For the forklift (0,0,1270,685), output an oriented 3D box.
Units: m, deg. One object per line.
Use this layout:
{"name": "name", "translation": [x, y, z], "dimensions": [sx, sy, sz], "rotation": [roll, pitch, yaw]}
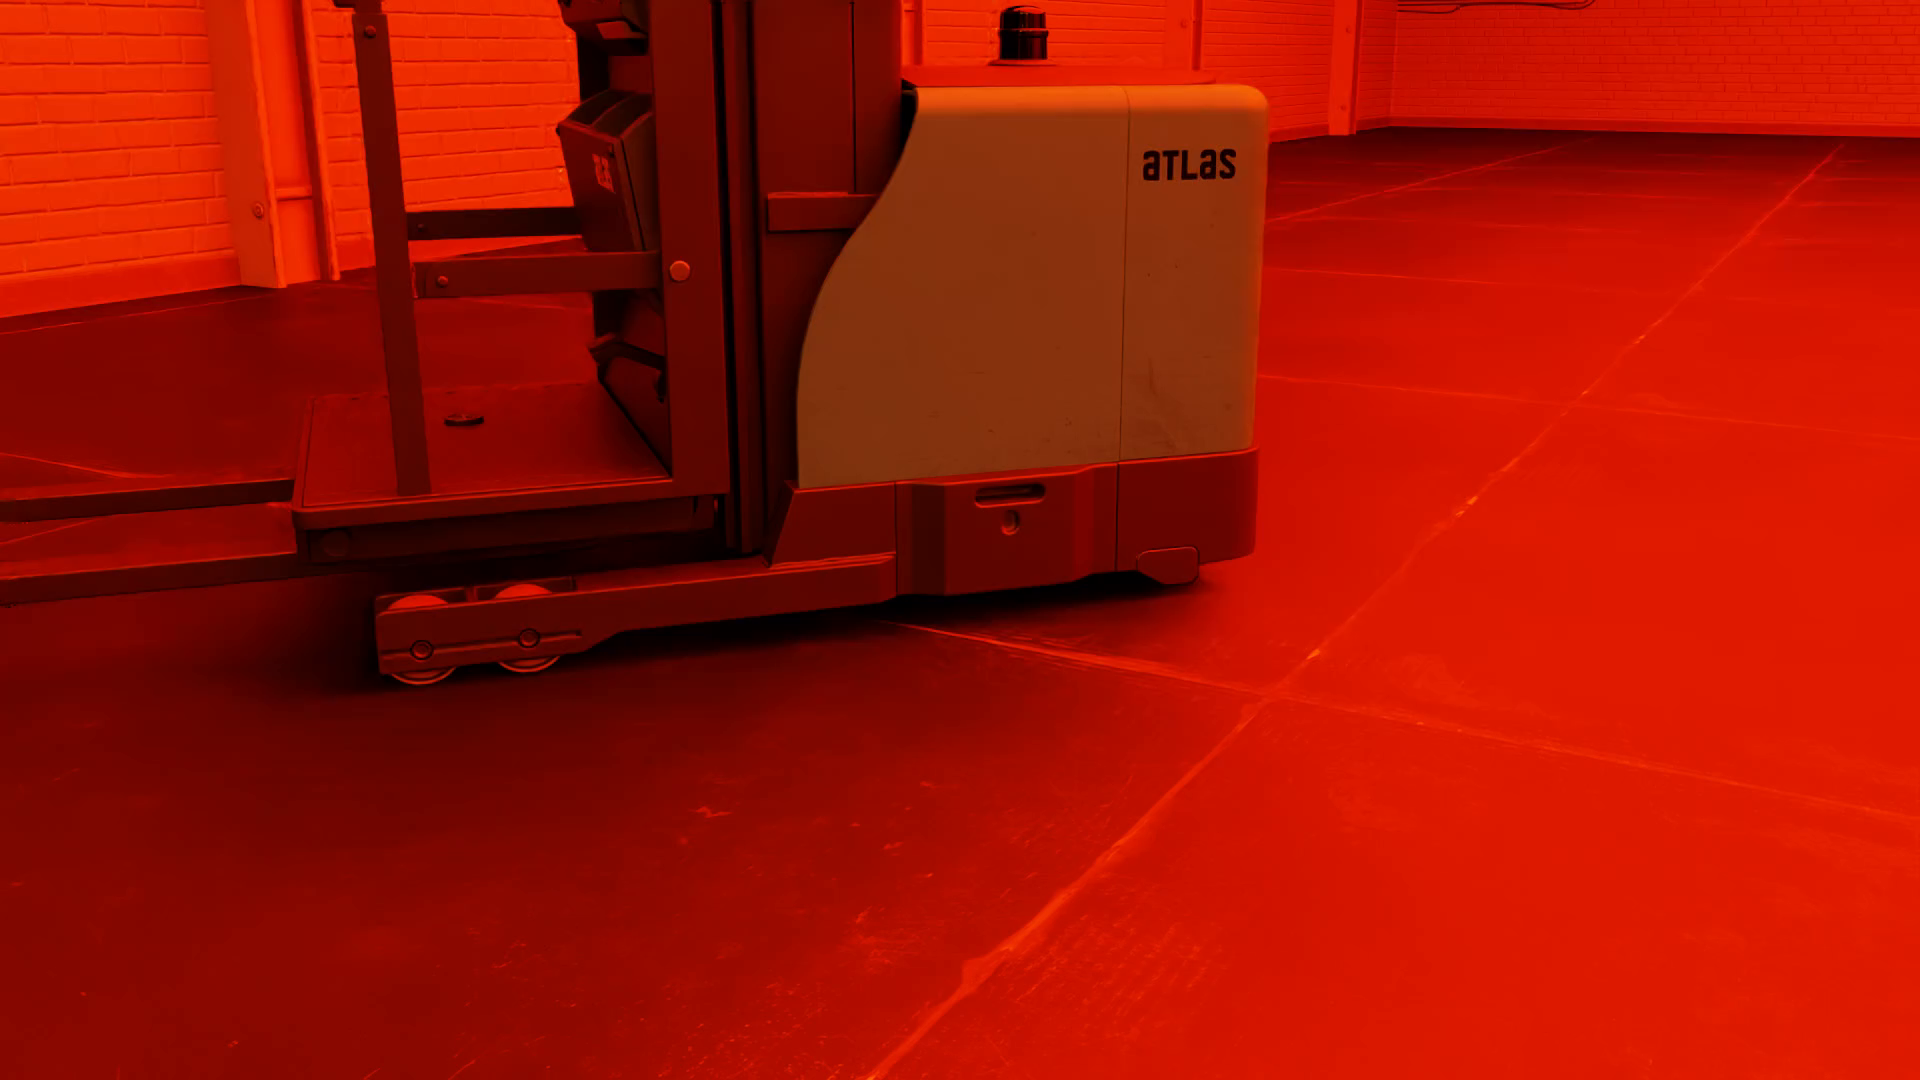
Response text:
{"name": "forklift", "translation": [-0.914, -1.302, 3.272], "dimensions": [3.031, 2.935, 1.130], "rotation": [-6, 17, -18]}
